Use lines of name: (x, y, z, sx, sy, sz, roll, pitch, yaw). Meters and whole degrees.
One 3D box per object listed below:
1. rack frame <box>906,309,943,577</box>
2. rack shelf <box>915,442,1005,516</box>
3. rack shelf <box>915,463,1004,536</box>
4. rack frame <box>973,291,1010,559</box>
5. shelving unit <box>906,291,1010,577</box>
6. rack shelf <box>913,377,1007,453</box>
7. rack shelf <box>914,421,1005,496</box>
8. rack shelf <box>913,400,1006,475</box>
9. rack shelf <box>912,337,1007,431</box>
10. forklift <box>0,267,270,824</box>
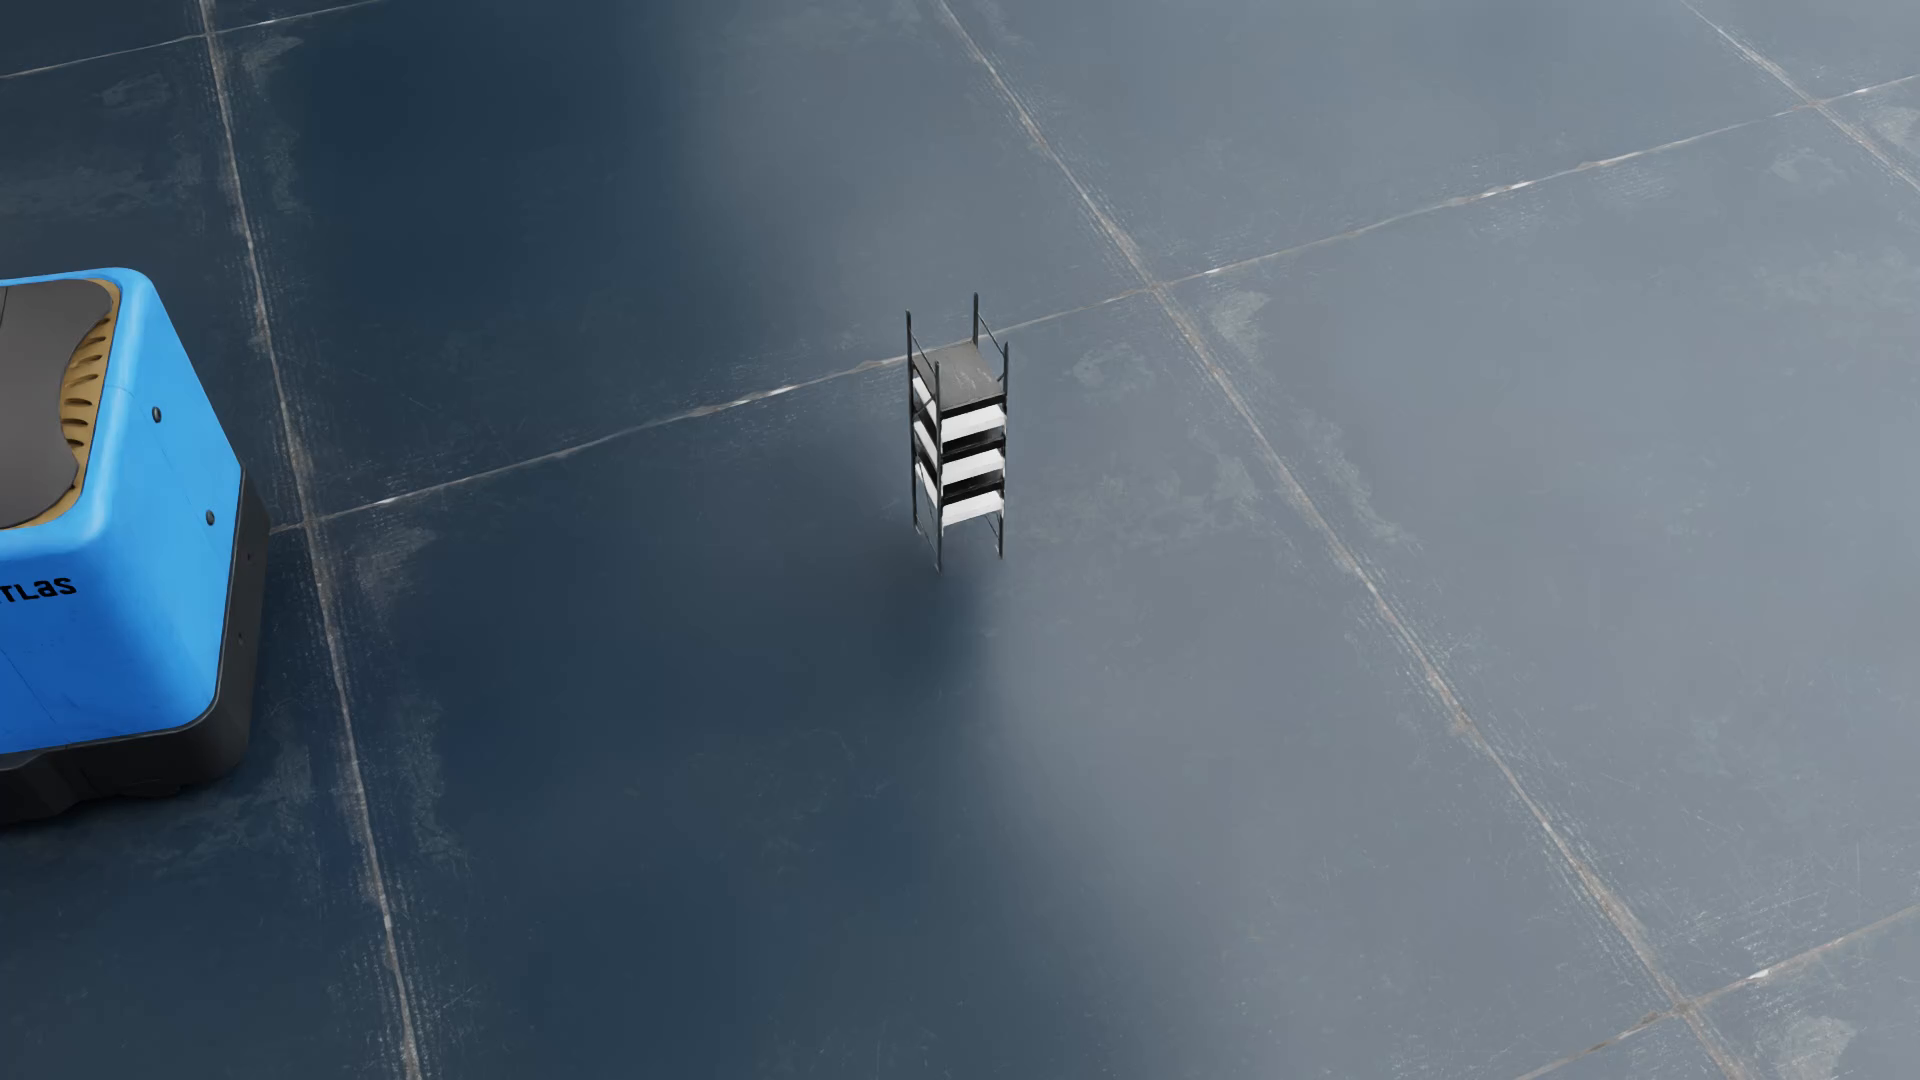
rack frame: (-0.102, -0.262, 4.882, 0.006, 0.900, 0.240, -17, 52, -14)
rack shelf: (-0.008, -0.211, 5.000, 0.200, 0.077, 0.258, -17, 52, -14)
rack shelf: (-0.008, -0.152, 5.068, 0.200, 0.077, 0.258, -17, 52, -14)
rack frame: (0.087, -0.320, 4.932, 0.006, 0.900, 0.240, -17, 52, -14)
shelving unit: (-0.008, -0.291, 4.907, 0.210, 0.900, 0.258, -17, 52, -14)
rack shelf: (-0.008, -0.386, 4.795, 0.200, 0.077, 0.258, -17, 52, -14)
rack shelf: (-0.008, -0.269, 4.932, 0.200, 0.077, 0.258, -17, 52, -14)
rack shelf: (-0.008, -0.328, 4.864, 0.200, 0.077, 0.258, -17, 52, -14)
rack shelf: (-0.008, -0.445, 4.727, 0.200, 0.077, 0.258, -17, 52, -14)
forklift: (-3.564, -0.431, 3.688, 3.031, 2.935, 1.130, -8, 50, -7)
